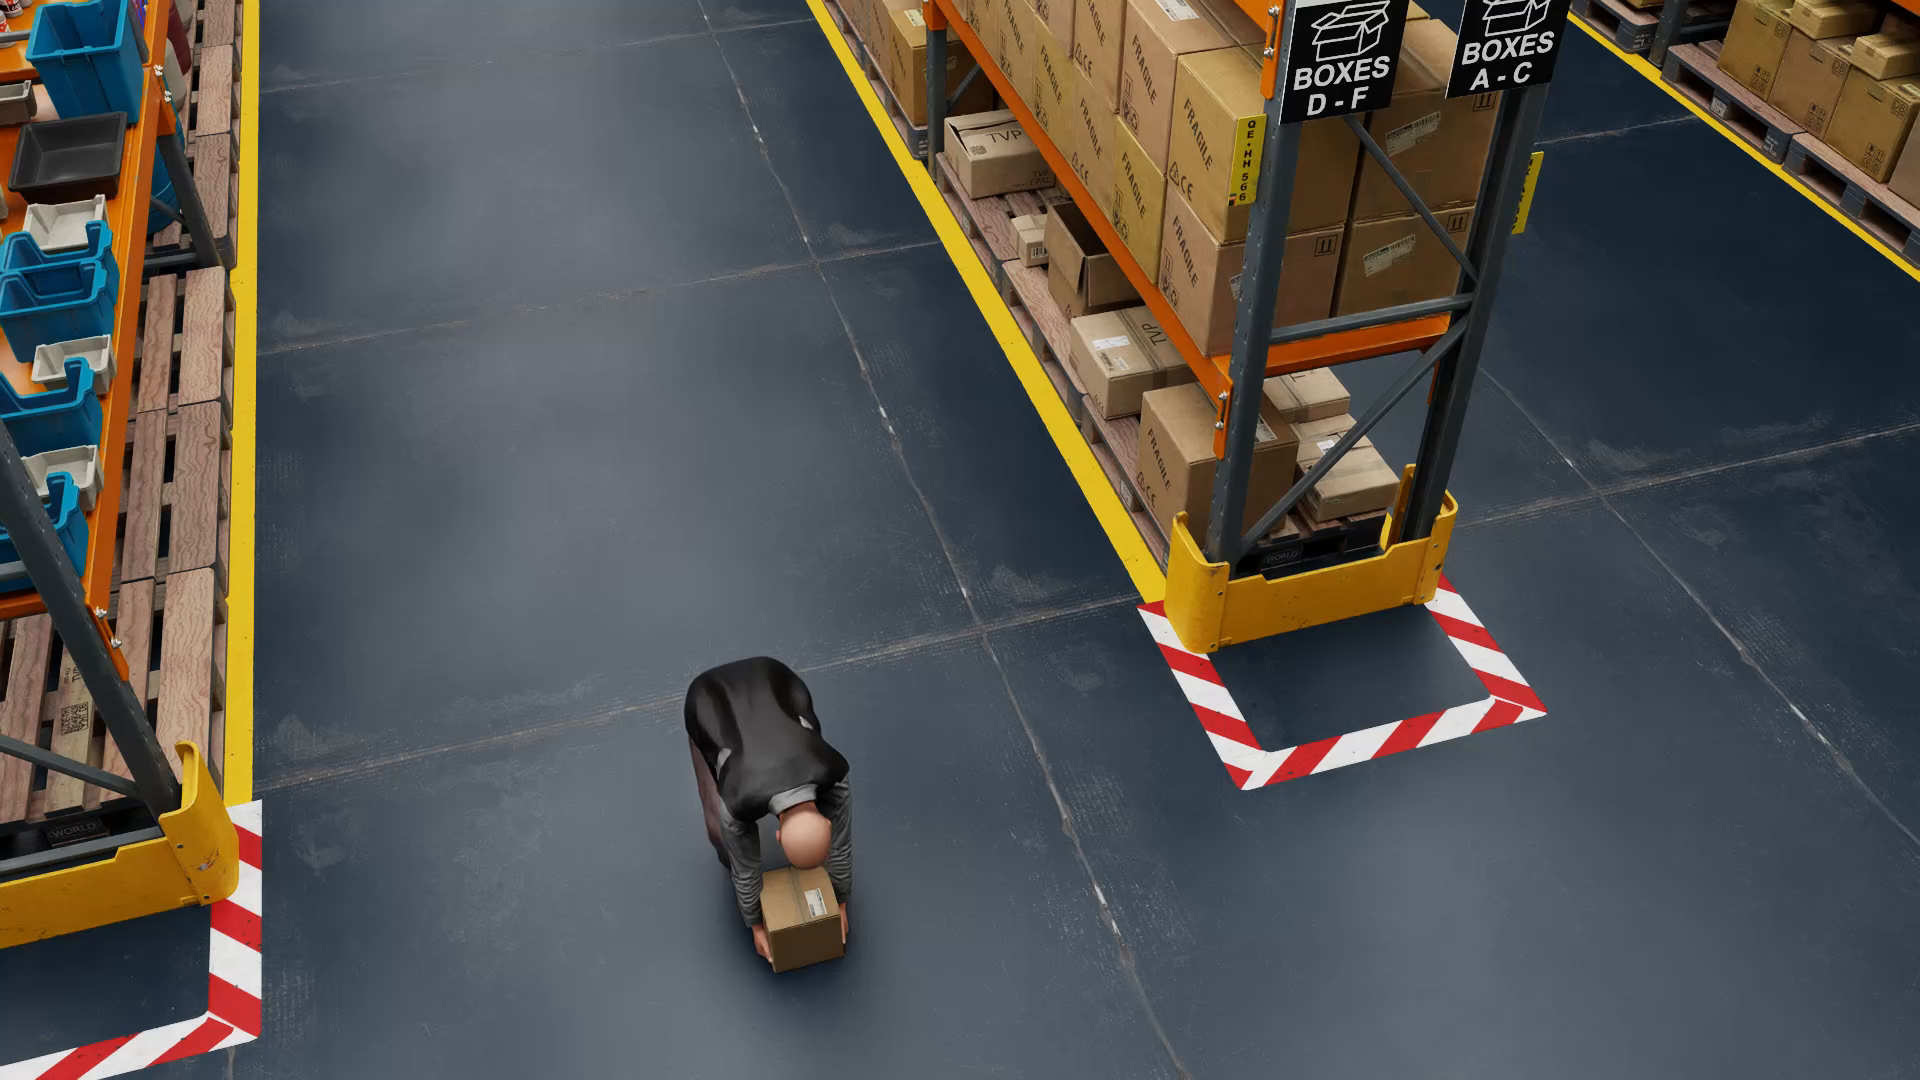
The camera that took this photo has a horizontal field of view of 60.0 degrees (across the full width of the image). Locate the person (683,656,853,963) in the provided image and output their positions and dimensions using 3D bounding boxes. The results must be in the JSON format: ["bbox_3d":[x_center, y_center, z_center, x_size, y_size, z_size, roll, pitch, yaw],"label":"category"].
[{"bbox_3d":[-0.658,0.917,5.864,0.500,0.815,0.948,-13,44,-14],"label":"person"}]
